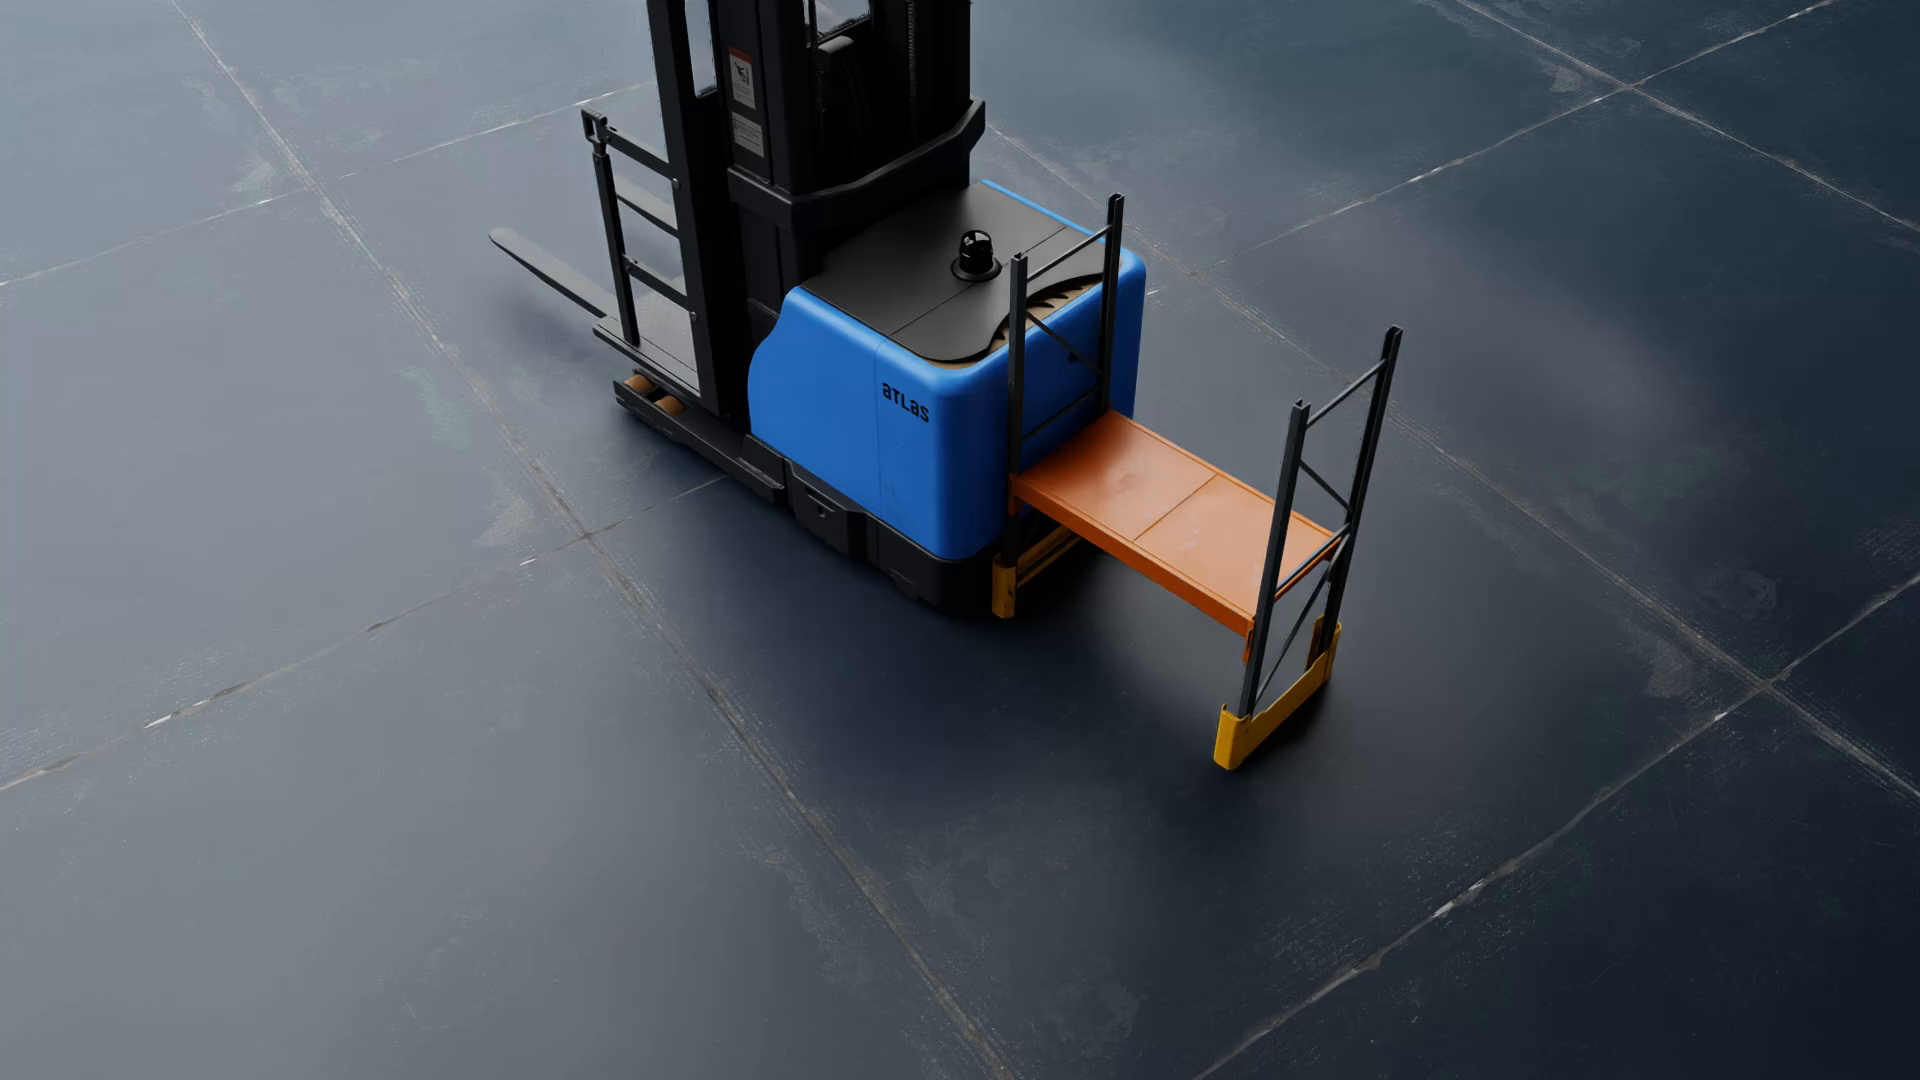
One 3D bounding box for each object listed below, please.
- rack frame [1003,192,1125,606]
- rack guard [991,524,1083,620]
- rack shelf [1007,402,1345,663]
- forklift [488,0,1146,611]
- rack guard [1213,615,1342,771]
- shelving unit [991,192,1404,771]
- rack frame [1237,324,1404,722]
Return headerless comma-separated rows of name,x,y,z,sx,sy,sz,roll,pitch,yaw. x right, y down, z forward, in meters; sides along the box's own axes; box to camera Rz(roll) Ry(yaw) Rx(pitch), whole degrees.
rack frame,0.334,-0.419,5.603,0.032,1.500,0.500,33,53,30
rack guard,0.335,0.033,6.034,0.087,0.250,0.587,33,53,30
rack shelf,0.704,-0.049,5.475,1.000,0.185,0.538,33,53,30
forklift,-0.758,-1.706,5.914,3.031,2.935,1.130,33,53,30
rack guard,1.059,0.505,5.540,0.087,0.250,0.587,33,53,30
shelving unit,0.697,-0.183,5.355,1.083,1.500,0.587,33,53,30
rack frame,1.073,0.062,5.099,0.032,1.500,0.500,33,53,30
